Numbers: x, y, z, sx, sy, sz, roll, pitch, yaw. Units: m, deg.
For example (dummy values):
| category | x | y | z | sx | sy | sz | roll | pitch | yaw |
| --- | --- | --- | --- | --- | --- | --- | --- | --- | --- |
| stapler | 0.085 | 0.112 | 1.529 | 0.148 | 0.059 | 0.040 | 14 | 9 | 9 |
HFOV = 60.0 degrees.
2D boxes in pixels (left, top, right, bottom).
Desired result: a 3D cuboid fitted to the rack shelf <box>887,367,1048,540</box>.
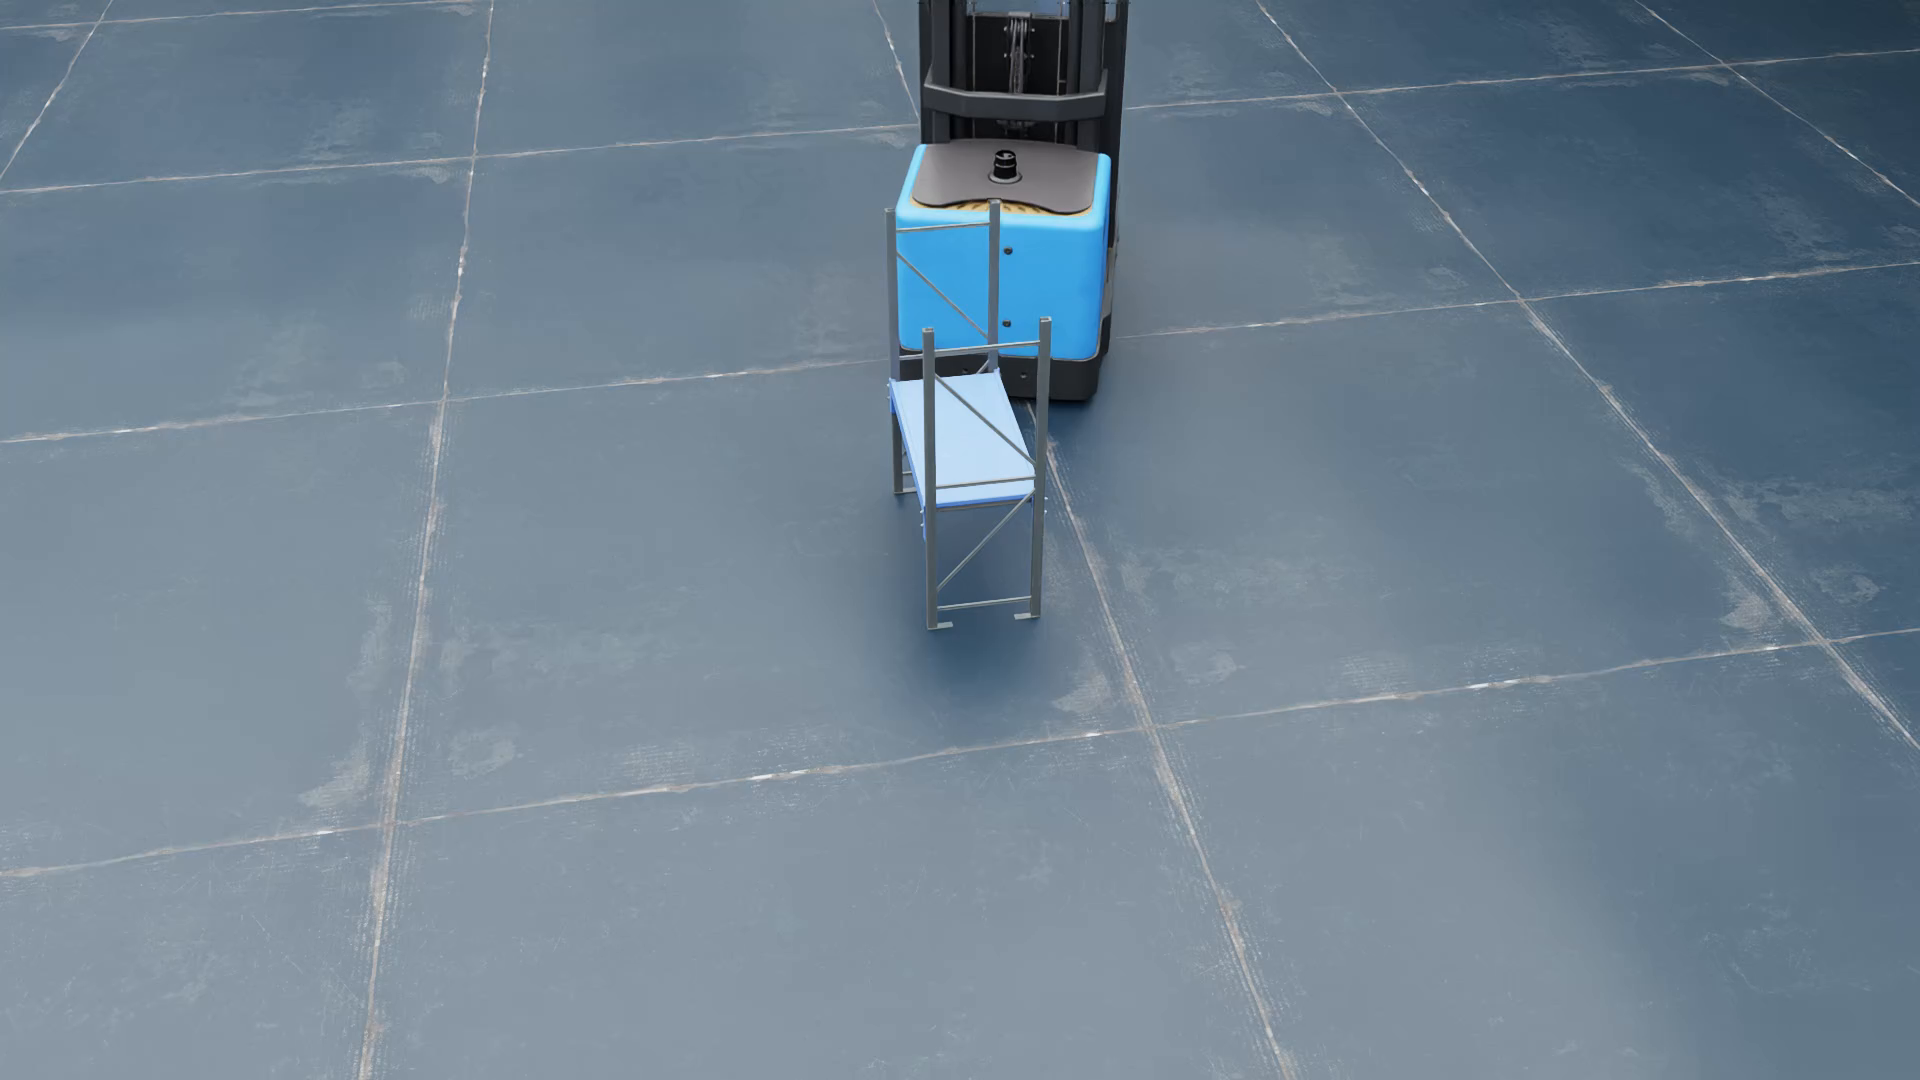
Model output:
| category | x | y | z | sx | sy | sz | roll | pitch | yaw |
| --- | --- | --- | --- | --- | --- | --- | --- | --- | --- |
| rack shelf | 0.015 | -0.399 | 7.334 | 0.538 | 0.185 | 1.000 | -6 | 38 | -8 |

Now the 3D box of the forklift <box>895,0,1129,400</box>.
| category | x | y | z | sx | sy | sz | roll | pitch | yaw |
| --- | --- | --- | --- | --- | --- | --- | --- | --- | --- |
| forklift | 0.360 | -2.772 | 8.929 | 1.130 | 2.935 | 3.031 | 4 | 38 | 6 |

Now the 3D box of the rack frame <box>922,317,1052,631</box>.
| category | x | y | z | sx | sy | sz | roll | pitch | yaw |
| --- | --- | --- | --- | --- | --- | --- | --- | --- | --- |
| rack frame | 0.104 | -0.234 | 6.828 | 0.500 | 1.500 | 0.032 | -6 | 38 | -8 |

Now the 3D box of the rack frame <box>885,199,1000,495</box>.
| category | x | y | z | sx | sy | sz | roll | pitch | yaw |
| --- | --- | --- | --- | --- | --- | --- | --- | --- | --- |
| rack frame | -0.074 | -0.848 | 7.619 | 0.500 | 1.500 | 0.032 | -6 | 38 | -8 |

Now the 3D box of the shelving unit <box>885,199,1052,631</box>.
| category | x | y | z | sx | sy | sz | roll | pitch | yaw |
| --- | --- | --- | --- | --- | --- | --- | --- | --- | --- |
| shelving unit | 0.015 | -0.541 | 7.224 | 0.538 | 1.500 | 1.048 | -6 | 38 | -8 |
